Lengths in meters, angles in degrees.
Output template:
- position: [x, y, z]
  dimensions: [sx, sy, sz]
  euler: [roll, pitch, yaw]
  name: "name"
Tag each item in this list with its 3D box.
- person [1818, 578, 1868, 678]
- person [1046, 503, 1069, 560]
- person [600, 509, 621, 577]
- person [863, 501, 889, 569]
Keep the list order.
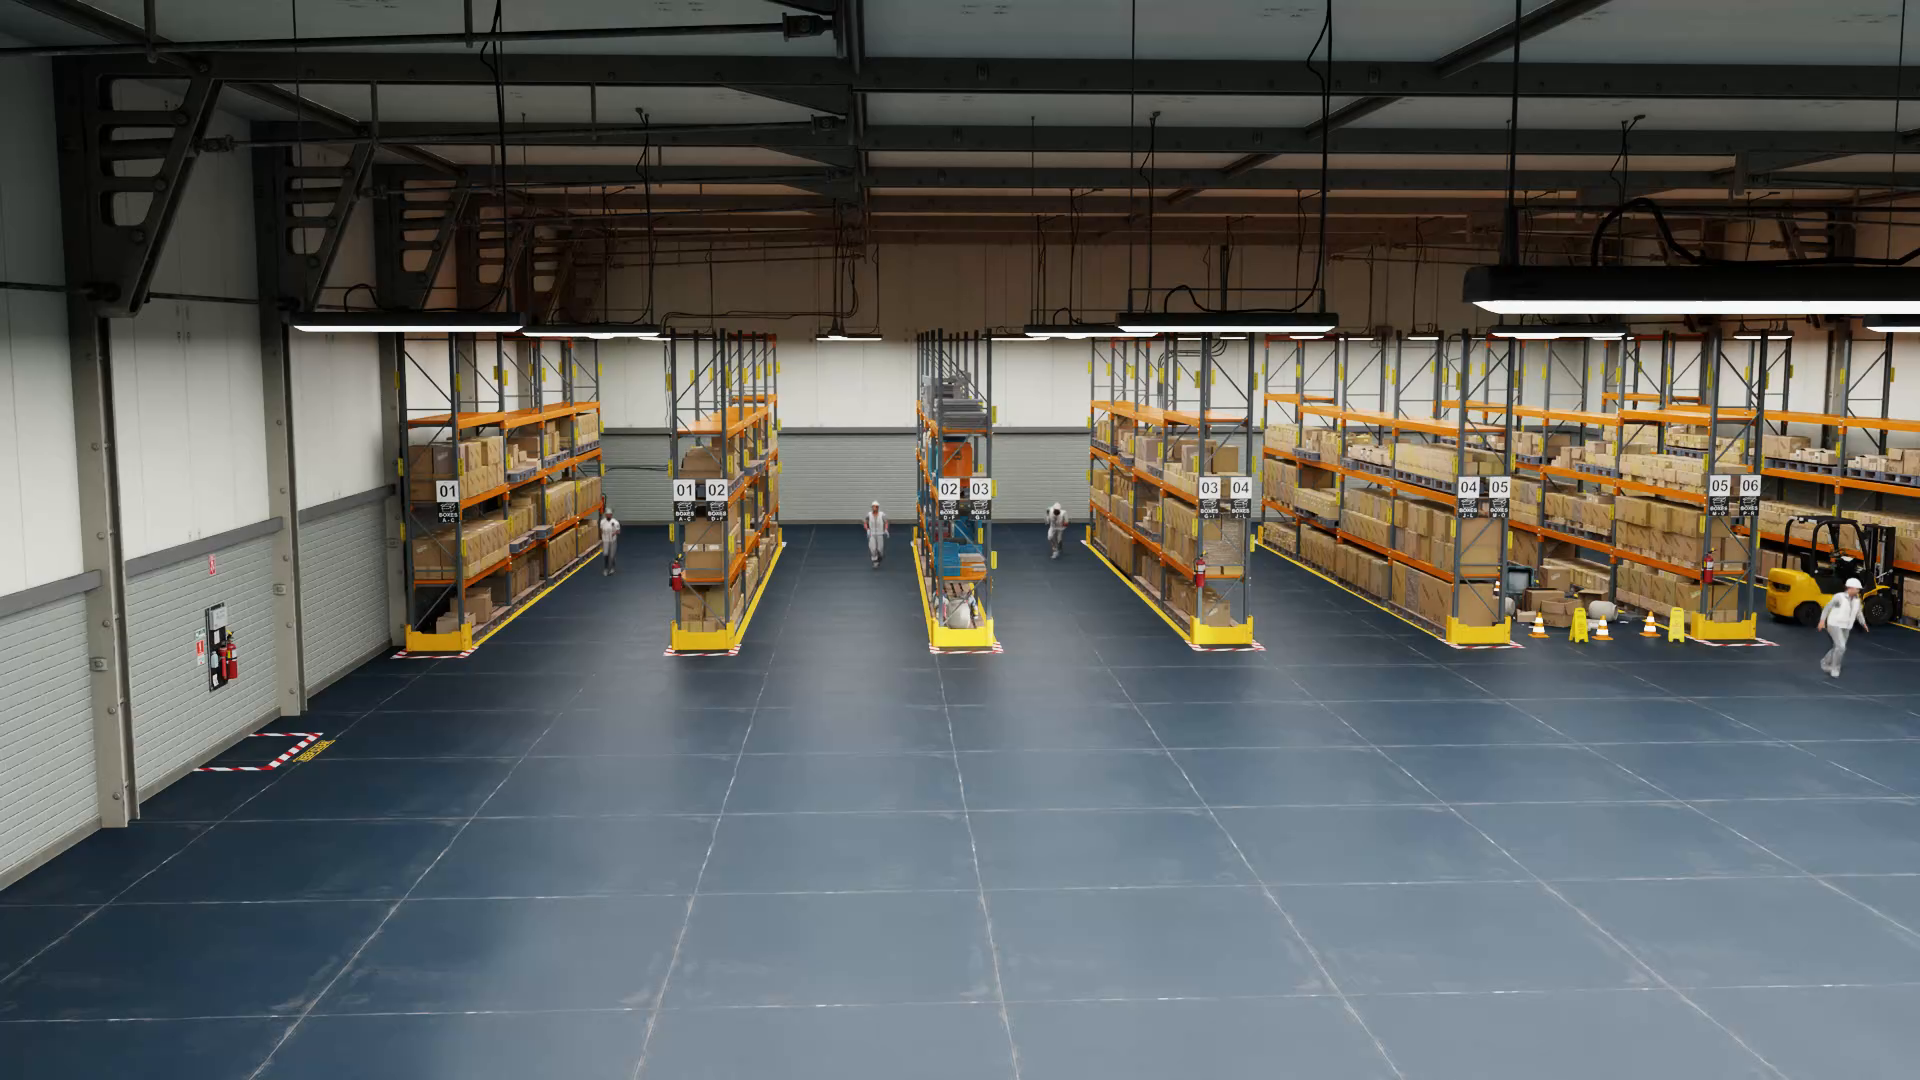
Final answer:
- position: [15.257, 1.490, 28.810]
  dimensions: [0.615, 1.723, 0.781]
  euler: [-2, 7, -16]
  name: "person"
- position: [2.626, -0.276, 44.560]
  dimensions: [0.707, 1.535, 1.182]
  euler: [2, 7, 15]
  name: "person"
- position: [-8.654, 0.053, 41.133]
  dimensions: [0.523, 1.702, 0.783]
  euler: [-1, 7, -7]
  name: "person"
- position: [-2.139, -0.131, 42.442]
  dimensions: [0.656, 1.729, 0.637]
  euler: [0, 7, -2]
  name: "person"
